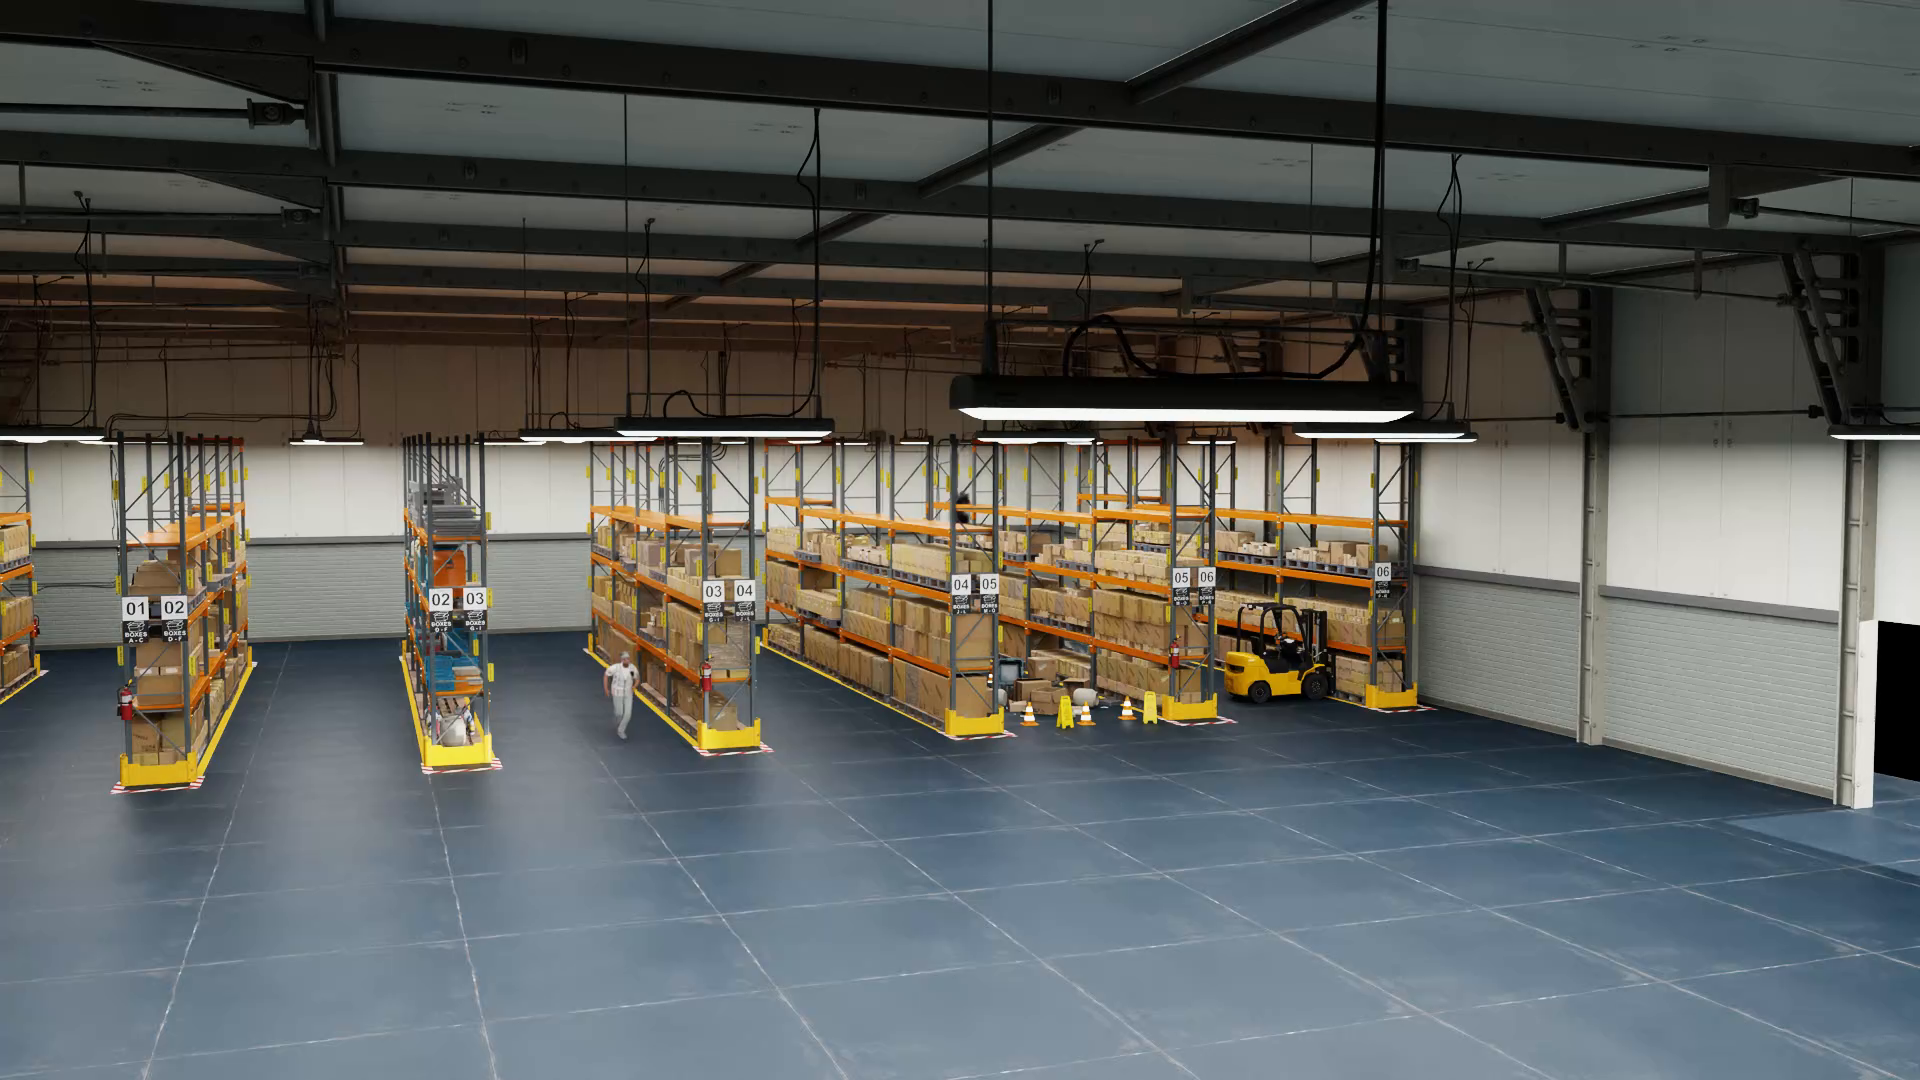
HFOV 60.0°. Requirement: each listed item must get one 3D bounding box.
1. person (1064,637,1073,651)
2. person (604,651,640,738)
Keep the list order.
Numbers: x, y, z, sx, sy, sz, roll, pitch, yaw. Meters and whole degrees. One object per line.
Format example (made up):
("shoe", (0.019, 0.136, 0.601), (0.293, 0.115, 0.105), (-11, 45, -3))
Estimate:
("person", (2.932, 2.374, 44.835), (0.700, 1.739, 0.566), (-1, 3, -19))
("person", (-6.687, 3.052, 32.949), (0.702, 1.740, 0.706), (-1, 3, -23))
